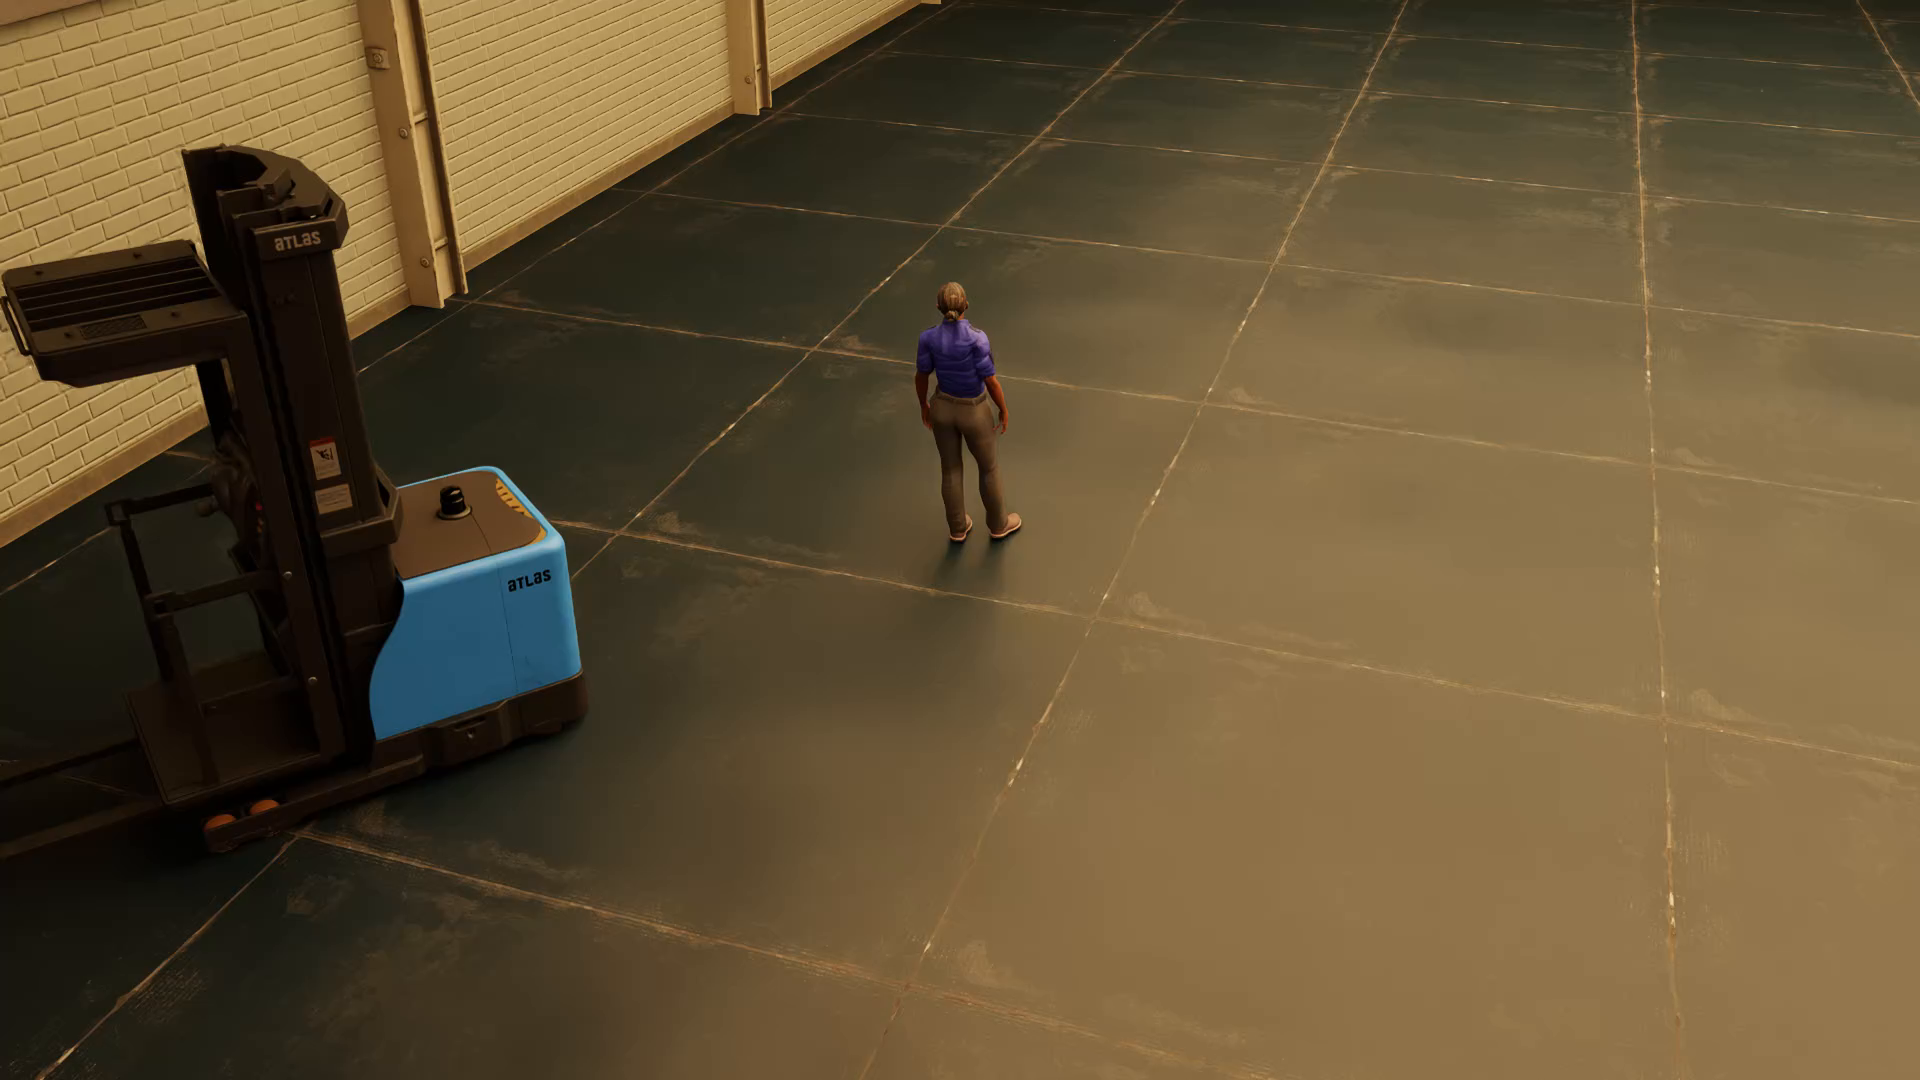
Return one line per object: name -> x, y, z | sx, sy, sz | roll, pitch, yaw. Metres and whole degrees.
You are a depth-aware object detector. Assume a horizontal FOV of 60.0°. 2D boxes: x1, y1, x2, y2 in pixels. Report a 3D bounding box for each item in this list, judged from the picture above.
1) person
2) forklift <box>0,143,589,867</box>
person -> 0.047, -0.763, 9.749 | 0.570, 1.654, 0.504 | 10, 31, 16
forklift -> -3.400, -0.148, 7.396 | 3.031, 2.935, 1.130 | -18, 34, -28
